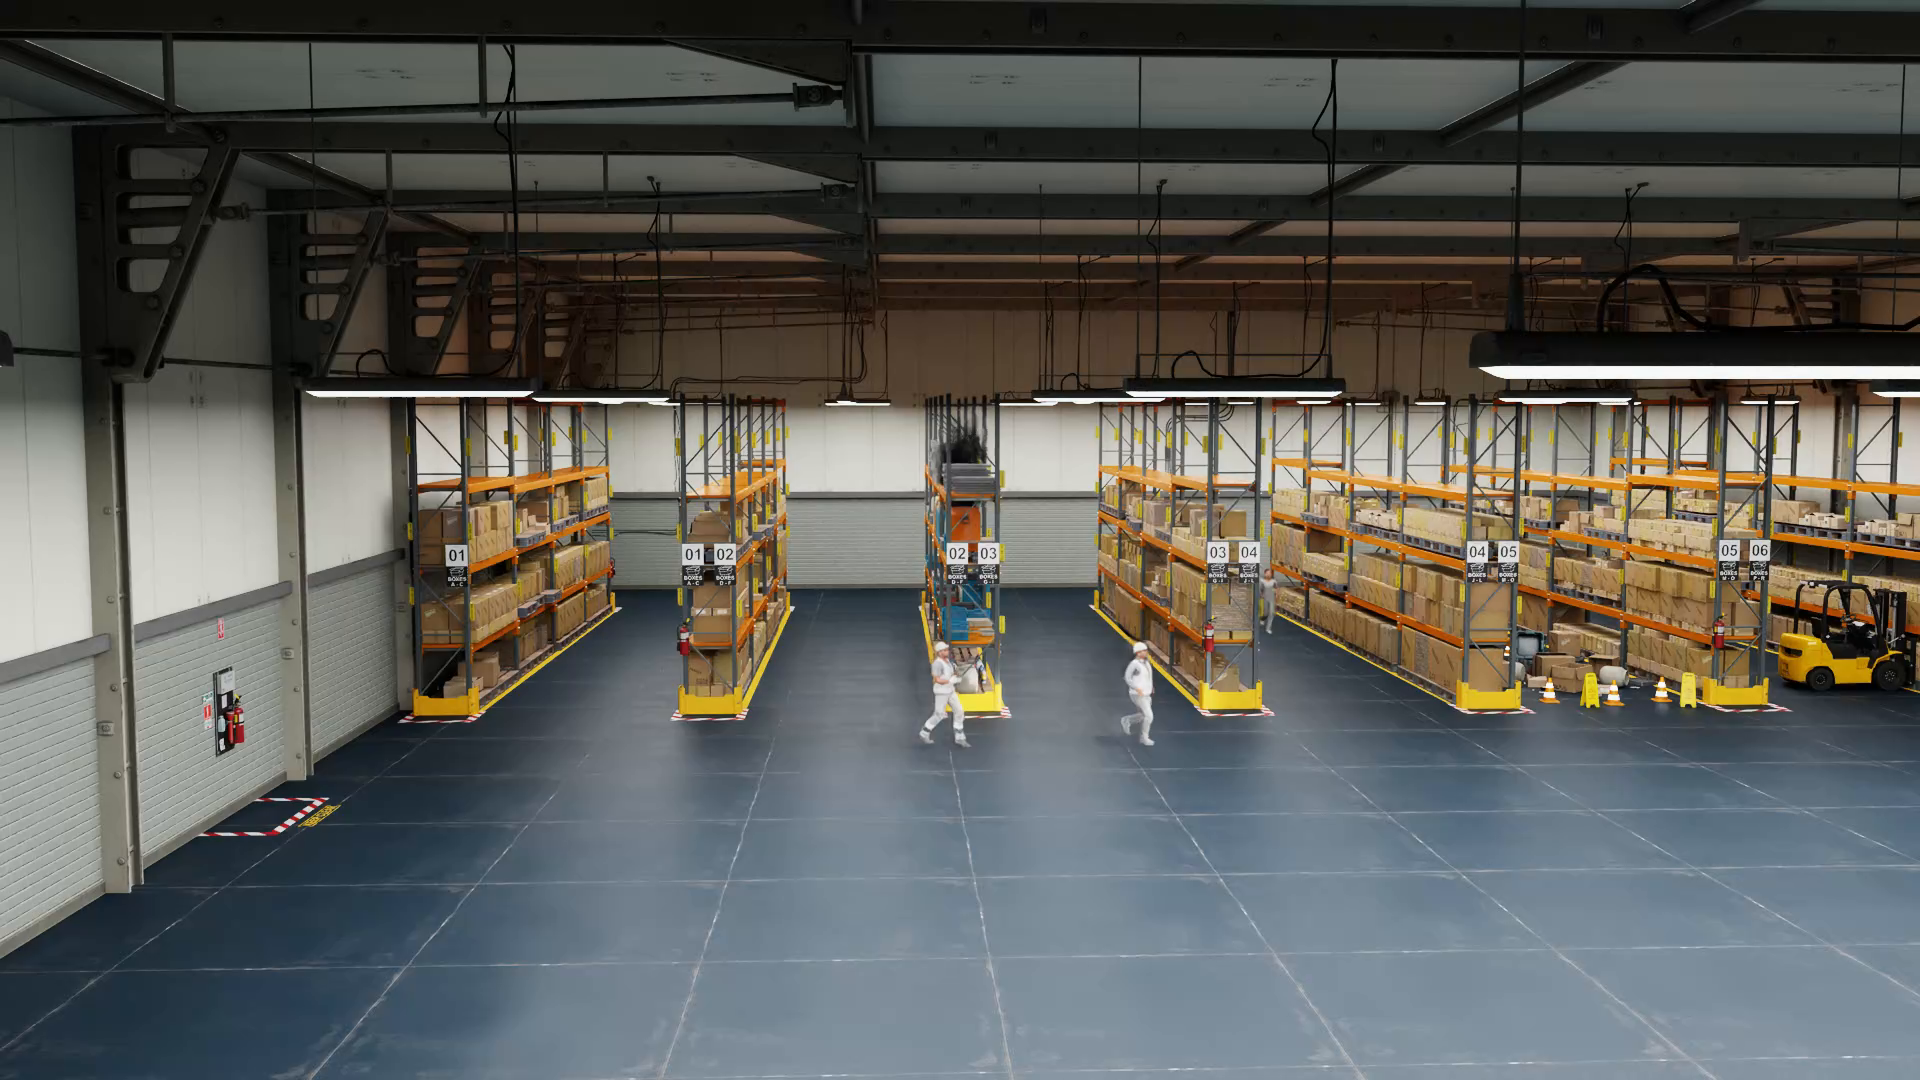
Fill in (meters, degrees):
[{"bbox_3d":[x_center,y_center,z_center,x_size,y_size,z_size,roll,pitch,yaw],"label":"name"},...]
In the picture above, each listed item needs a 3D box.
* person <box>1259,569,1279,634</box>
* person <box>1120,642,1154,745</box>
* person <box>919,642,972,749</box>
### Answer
[{"bbox_3d":[7.899,1.555,42.576,0.580,1.632,0.791,0,5,-2],"label":"person"},{"bbox_3d":[3.034,2.612,28.496,0.713,1.744,0.681,3,5,33],"label":"person"},{"bbox_3d":[-0.253,2.611,28.098,0.908,1.801,0.667,2,5,25],"label":"person"}]
